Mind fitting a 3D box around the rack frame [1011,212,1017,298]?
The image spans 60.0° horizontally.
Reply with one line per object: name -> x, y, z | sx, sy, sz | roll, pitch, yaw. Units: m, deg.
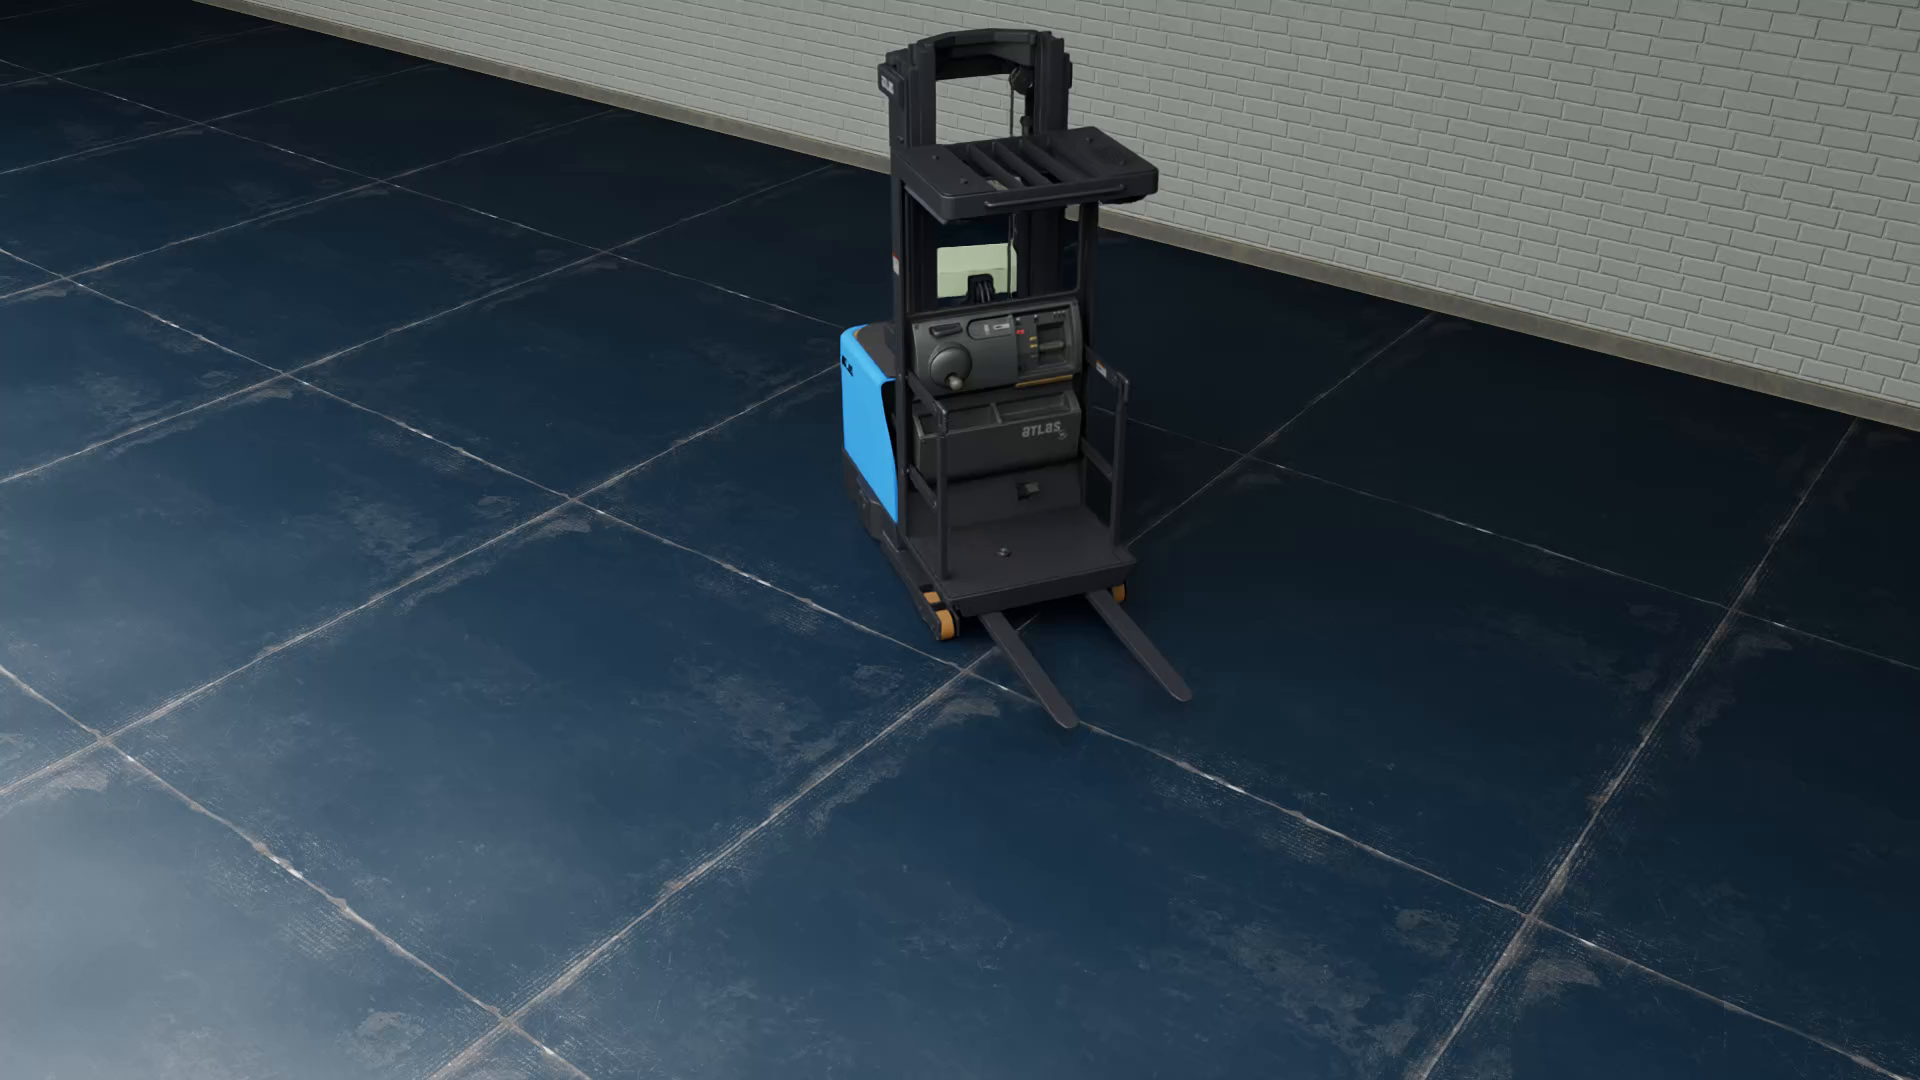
rack frame -> 0.371, -1.276, 10.432 | 0.023, 1.500, 0.400 | -6, 31, -10

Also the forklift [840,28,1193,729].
forklift -> 0.277, -0.965, 8.504 | 1.130, 2.935, 3.031 | -11, 32, -18

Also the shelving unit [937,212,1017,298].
shelving unit -> 0.013, -1.238, 10.369 | 0.755, 1.500, 0.431 | -6, 31, -10

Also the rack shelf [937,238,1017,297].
rack shelf -> 0.013, -1.574, 10.170 | 0.720, 0.370, 0.431 | -6, 31, -10
